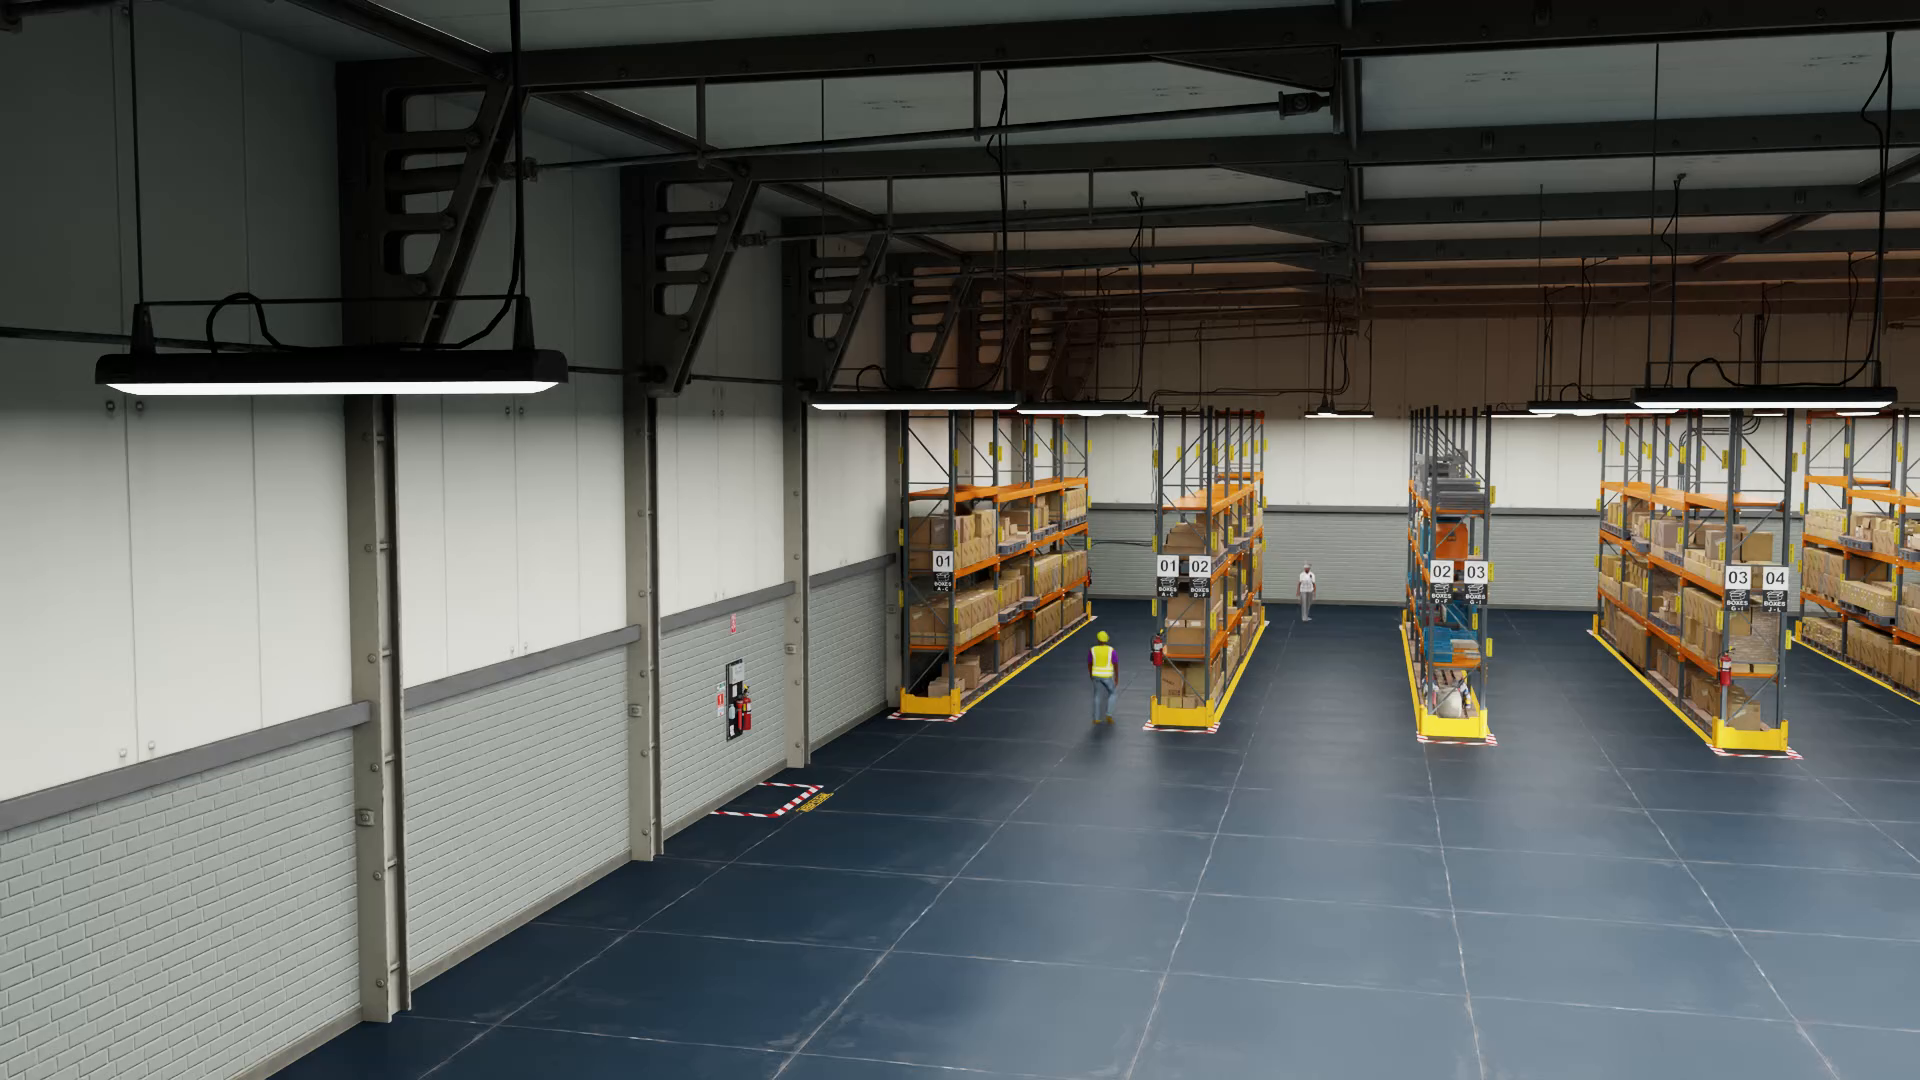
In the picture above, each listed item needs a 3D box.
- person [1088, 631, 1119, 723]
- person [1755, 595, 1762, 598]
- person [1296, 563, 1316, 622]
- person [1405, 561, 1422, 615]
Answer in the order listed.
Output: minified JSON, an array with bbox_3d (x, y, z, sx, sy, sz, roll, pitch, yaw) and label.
[{"bbox_3d":[2.707,2.610,31.414,0.640,1.811,0.509,3,5,38],"label":"person"},{"bbox_3d":[20.952,1.687,44.110,0.785,1.743,0.682,-2,5,-25],"label":"person"},{"bbox_3d":[9.910,1.490,47.513,0.527,1.674,0.645,-1,4,-8],"label":"person"},{"bbox_3d":[12.901,1.450,47.029,0.594,1.772,0.623,-3,5,-35],"label":"person"}]
